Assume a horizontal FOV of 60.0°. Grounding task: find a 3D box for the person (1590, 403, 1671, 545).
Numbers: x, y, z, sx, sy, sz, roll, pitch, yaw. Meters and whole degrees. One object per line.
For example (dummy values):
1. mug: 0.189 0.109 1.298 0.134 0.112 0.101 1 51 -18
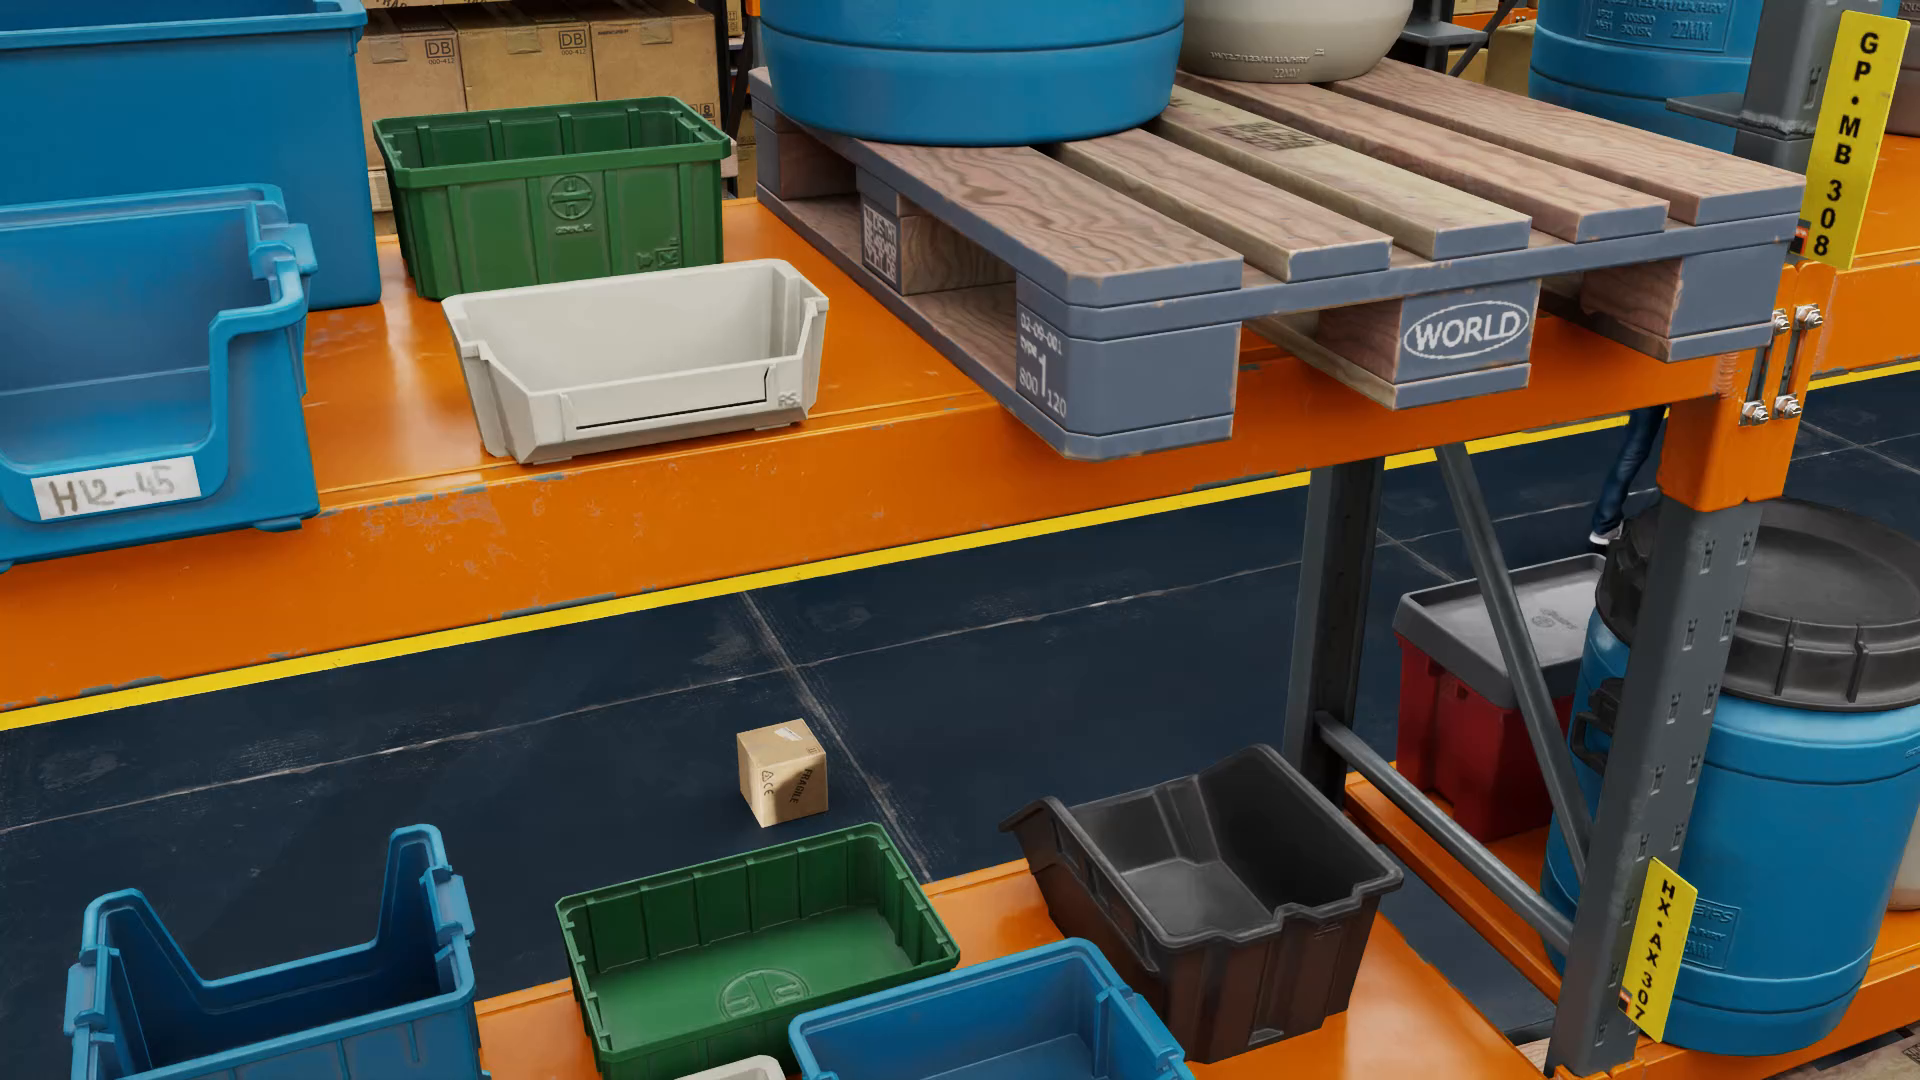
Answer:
1. person: 3.331 -0.733 7.582 0.859 1.562 0.450 -16 31 -30
